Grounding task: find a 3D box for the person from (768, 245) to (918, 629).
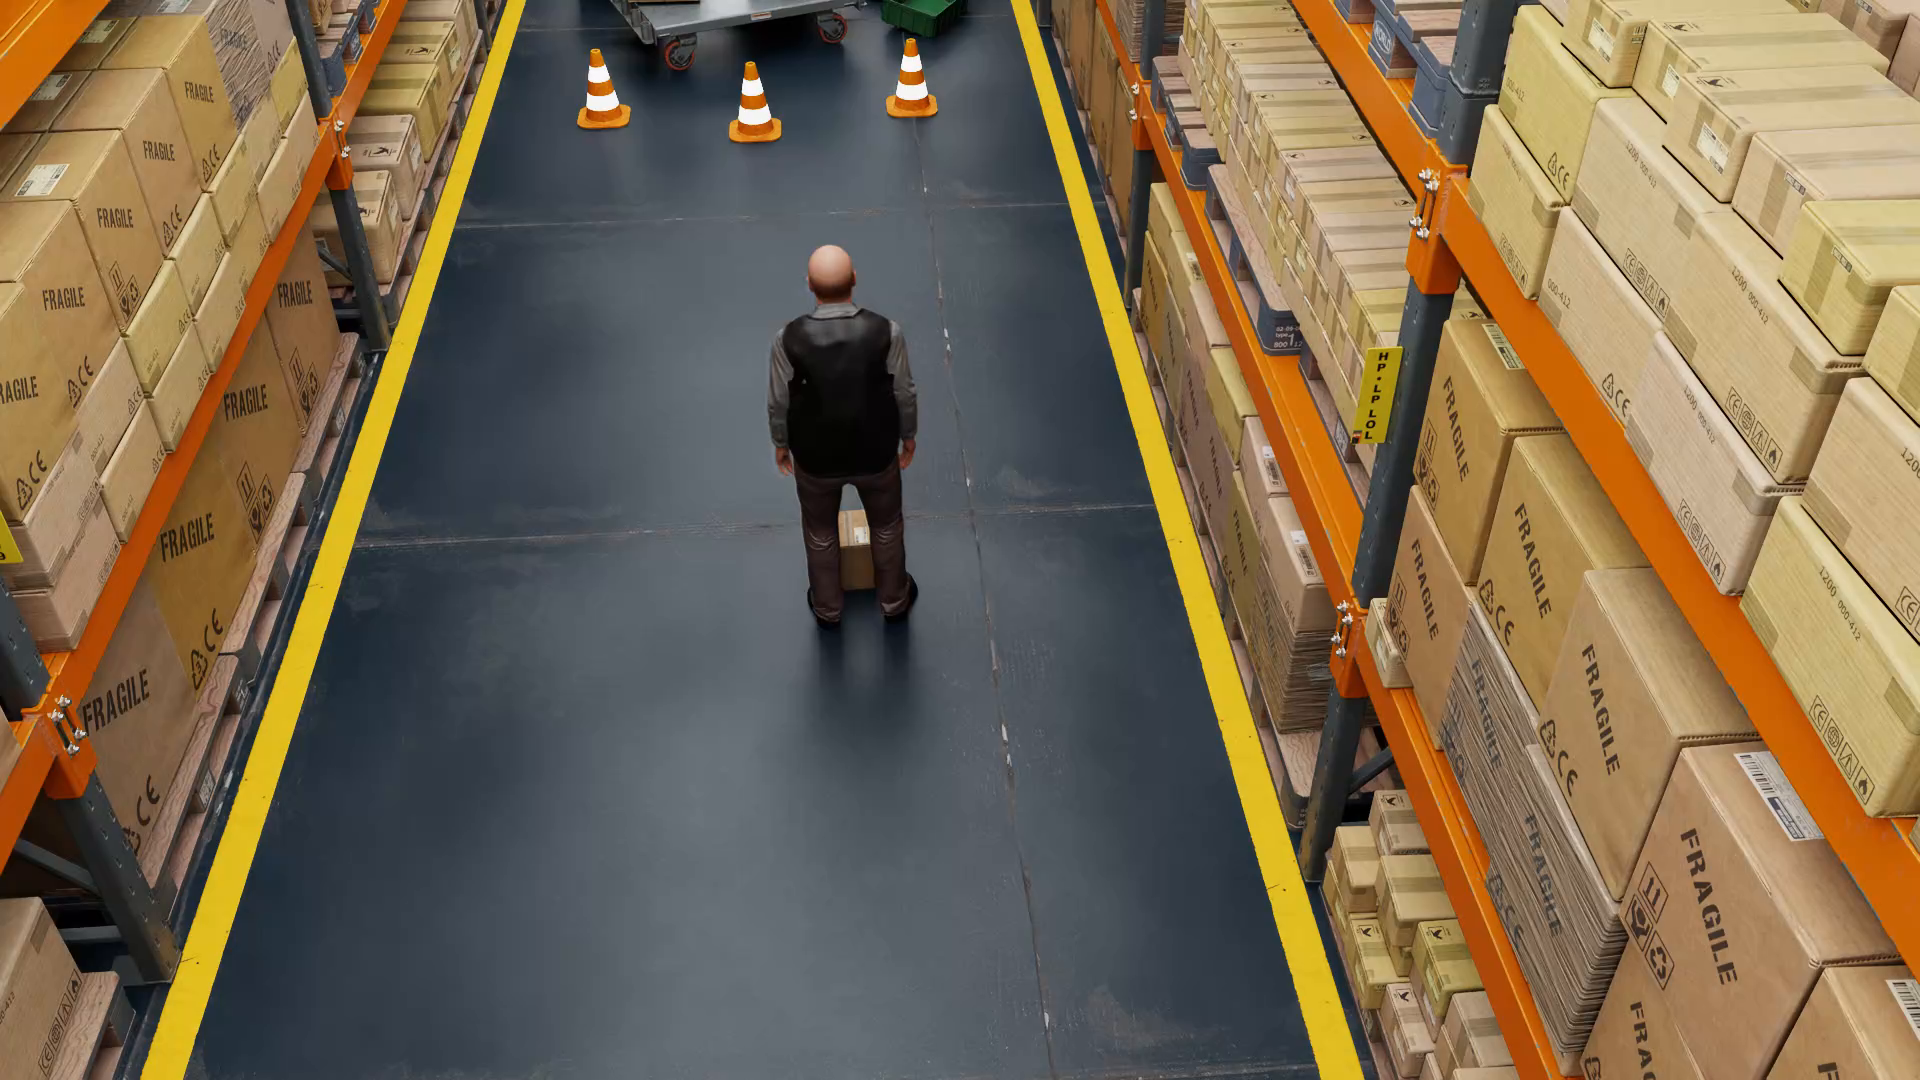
[{"bbox_3d":[-0.454,-0.353,6.611,0.583,1.721,0.412,-4,39,-4],"label":"person"}]
